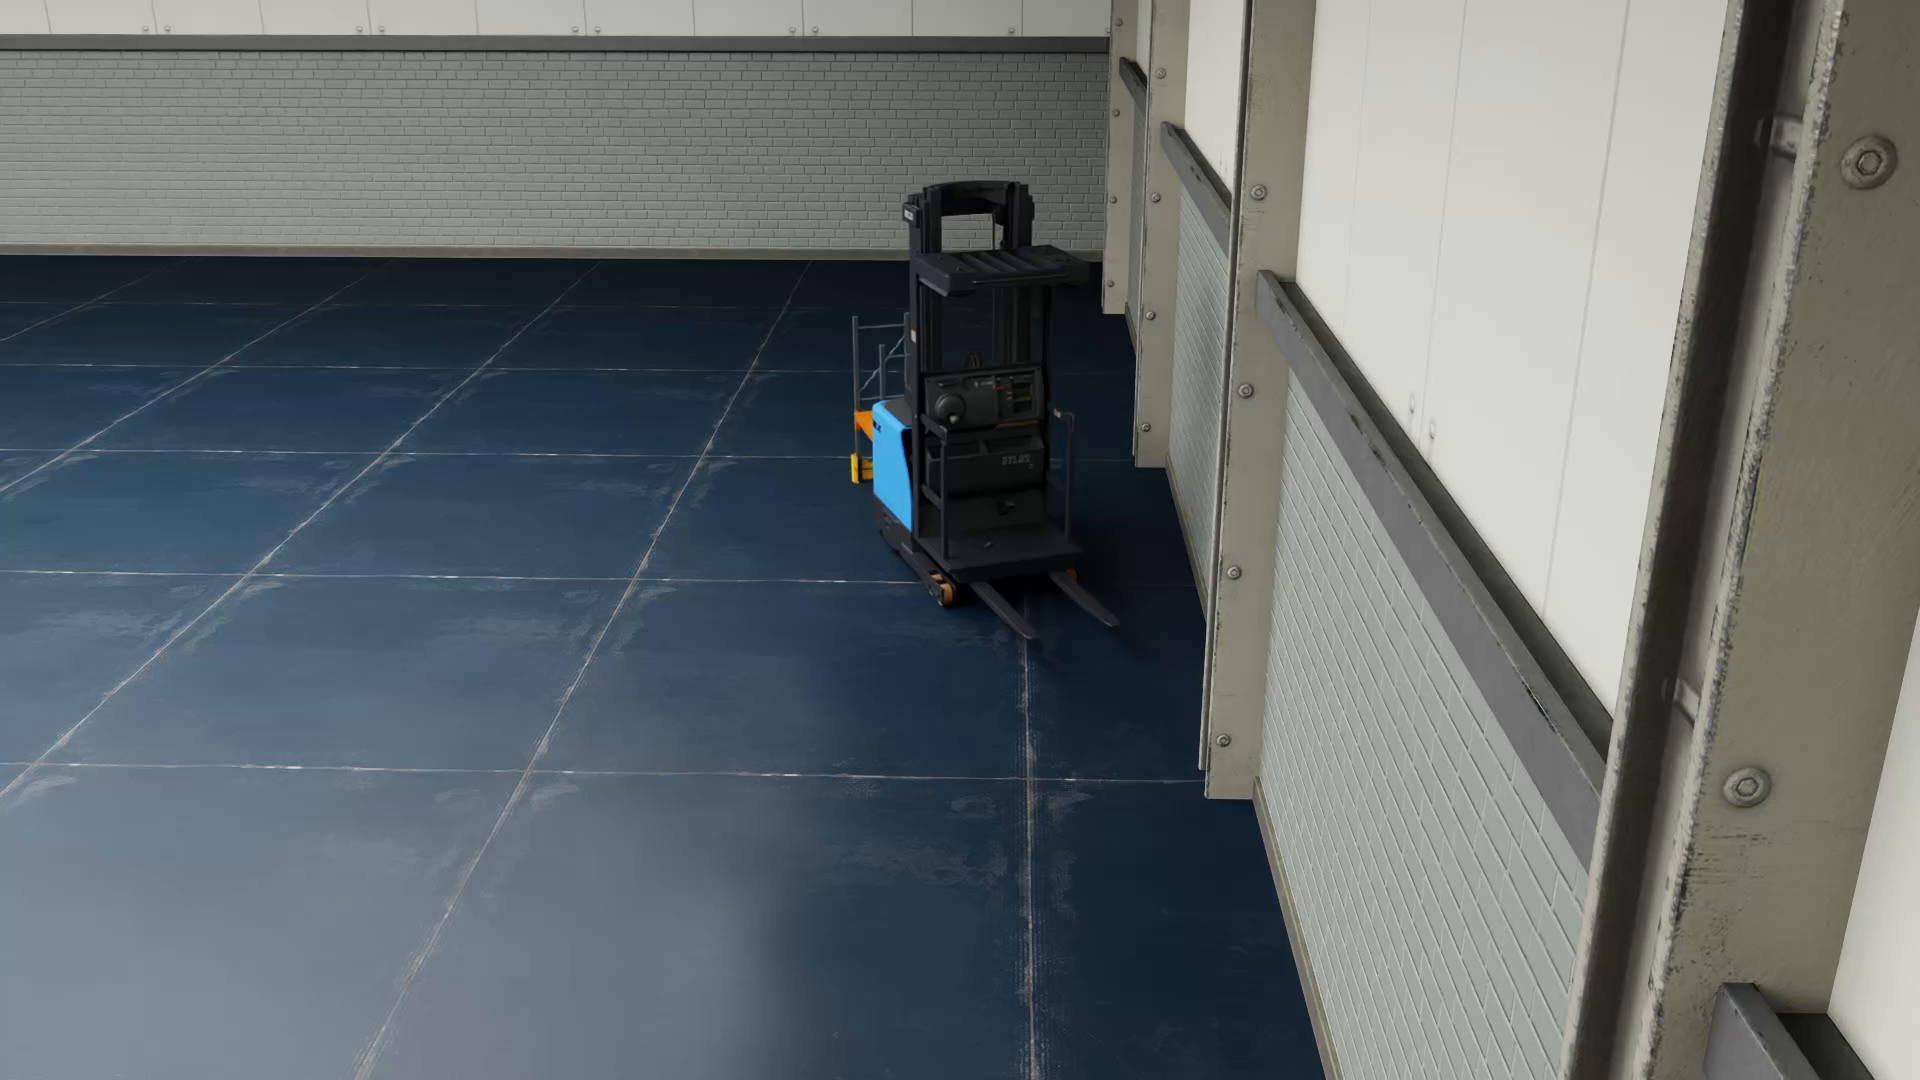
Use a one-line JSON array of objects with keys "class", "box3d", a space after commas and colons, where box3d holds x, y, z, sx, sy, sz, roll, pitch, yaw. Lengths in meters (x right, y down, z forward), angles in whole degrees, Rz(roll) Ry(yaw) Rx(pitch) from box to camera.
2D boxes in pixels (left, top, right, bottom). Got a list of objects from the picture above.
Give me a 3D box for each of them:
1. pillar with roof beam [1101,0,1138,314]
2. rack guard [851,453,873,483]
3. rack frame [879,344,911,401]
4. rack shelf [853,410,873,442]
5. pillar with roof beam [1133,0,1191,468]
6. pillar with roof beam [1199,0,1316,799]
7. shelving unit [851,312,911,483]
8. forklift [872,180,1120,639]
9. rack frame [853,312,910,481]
[{"class": "pillar with roof beam", "box3d": [-2.351, -7.150, 19.516, 9.100, 9.000, 0.400, 1, 21, 2]}, {"class": "rack guard", "box3d": [-0.679, -0.666, 14.900, 0.587, 0.250, 0.087, -6, 22, -15]}, {"class": "rack frame", "box3d": [-0.409, -0.902, 13.779, 0.500, 1.500, 0.032, -6, 22, -15]}, {"class": "rack shelf", "box3d": [-0.547, -0.911, 14.301, 0.538, 0.185, 1.000, -6, 22, -15]}, {"class": "pillar with roof beam", "box3d": [-2.534, -4.981, 13.925, 9.100, 9.000, 0.400, 1, 21, 2]}, {"class": "pillar with roof beam", "box3d": [-2.716, -2.811, 8.334, 9.100, 9.000, 0.400, 1, 21, 2]}, {"class": "shelving unit", "box3d": [-0.544, -1.075, 14.227, 0.587, 1.500, 1.083, -6, 22, -15]}, {"class": "forklift", "box3d": [0.259, -1.049, 12.180, 1.130, 2.935, 3.031, -8, 22, -19]}, {"class": "rack frame", "box3d": [-0.684, -1.256, 14.692, 0.500, 1.500, 0.032, -6, 22, -15]}]
